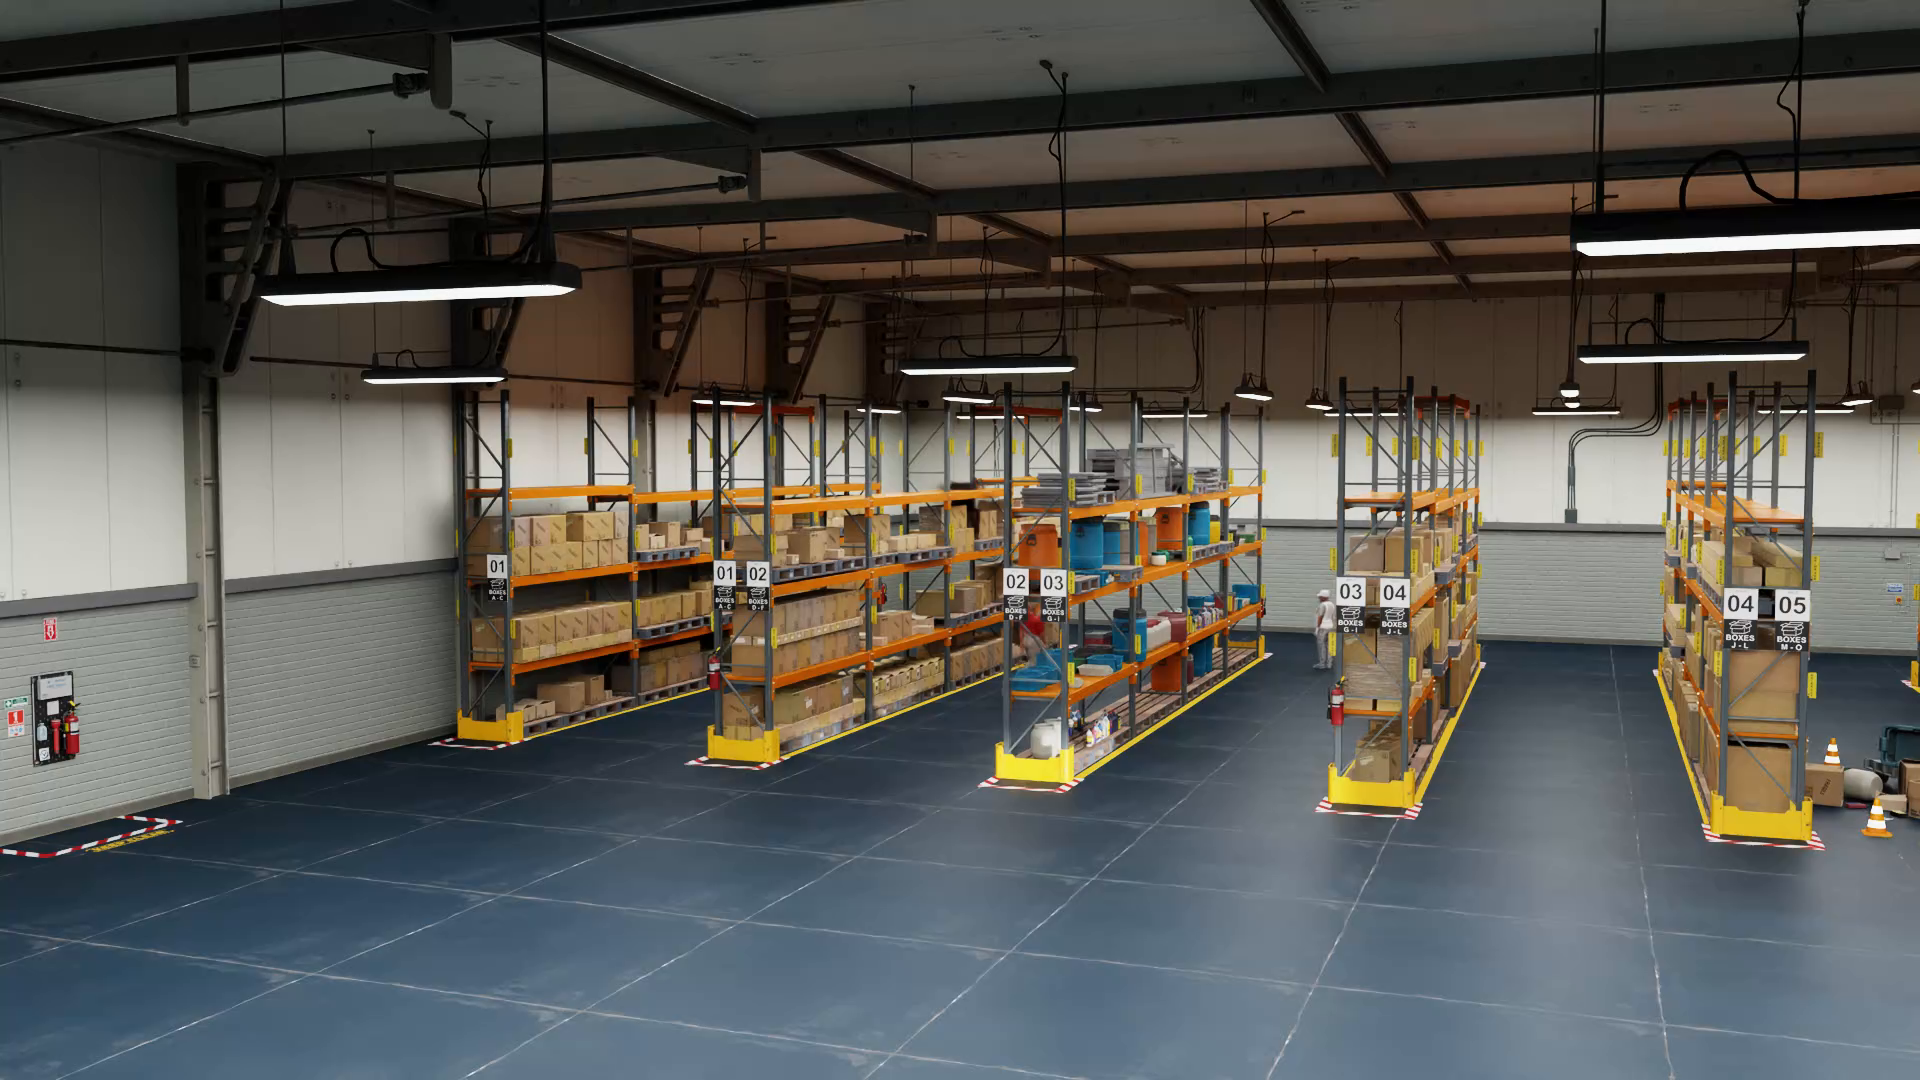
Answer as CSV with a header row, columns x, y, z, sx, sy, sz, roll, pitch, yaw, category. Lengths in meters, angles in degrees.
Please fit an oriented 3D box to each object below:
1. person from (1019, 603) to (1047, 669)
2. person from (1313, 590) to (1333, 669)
x,y,z,sx,sy,sz,roll,pitch,yaw,category
1.517,2.156,33.888,0.522,1.737,0.535,-2,4,-30,person
8.243,2.022,37.747,0.395,1.797,0.643,3,4,40,person
